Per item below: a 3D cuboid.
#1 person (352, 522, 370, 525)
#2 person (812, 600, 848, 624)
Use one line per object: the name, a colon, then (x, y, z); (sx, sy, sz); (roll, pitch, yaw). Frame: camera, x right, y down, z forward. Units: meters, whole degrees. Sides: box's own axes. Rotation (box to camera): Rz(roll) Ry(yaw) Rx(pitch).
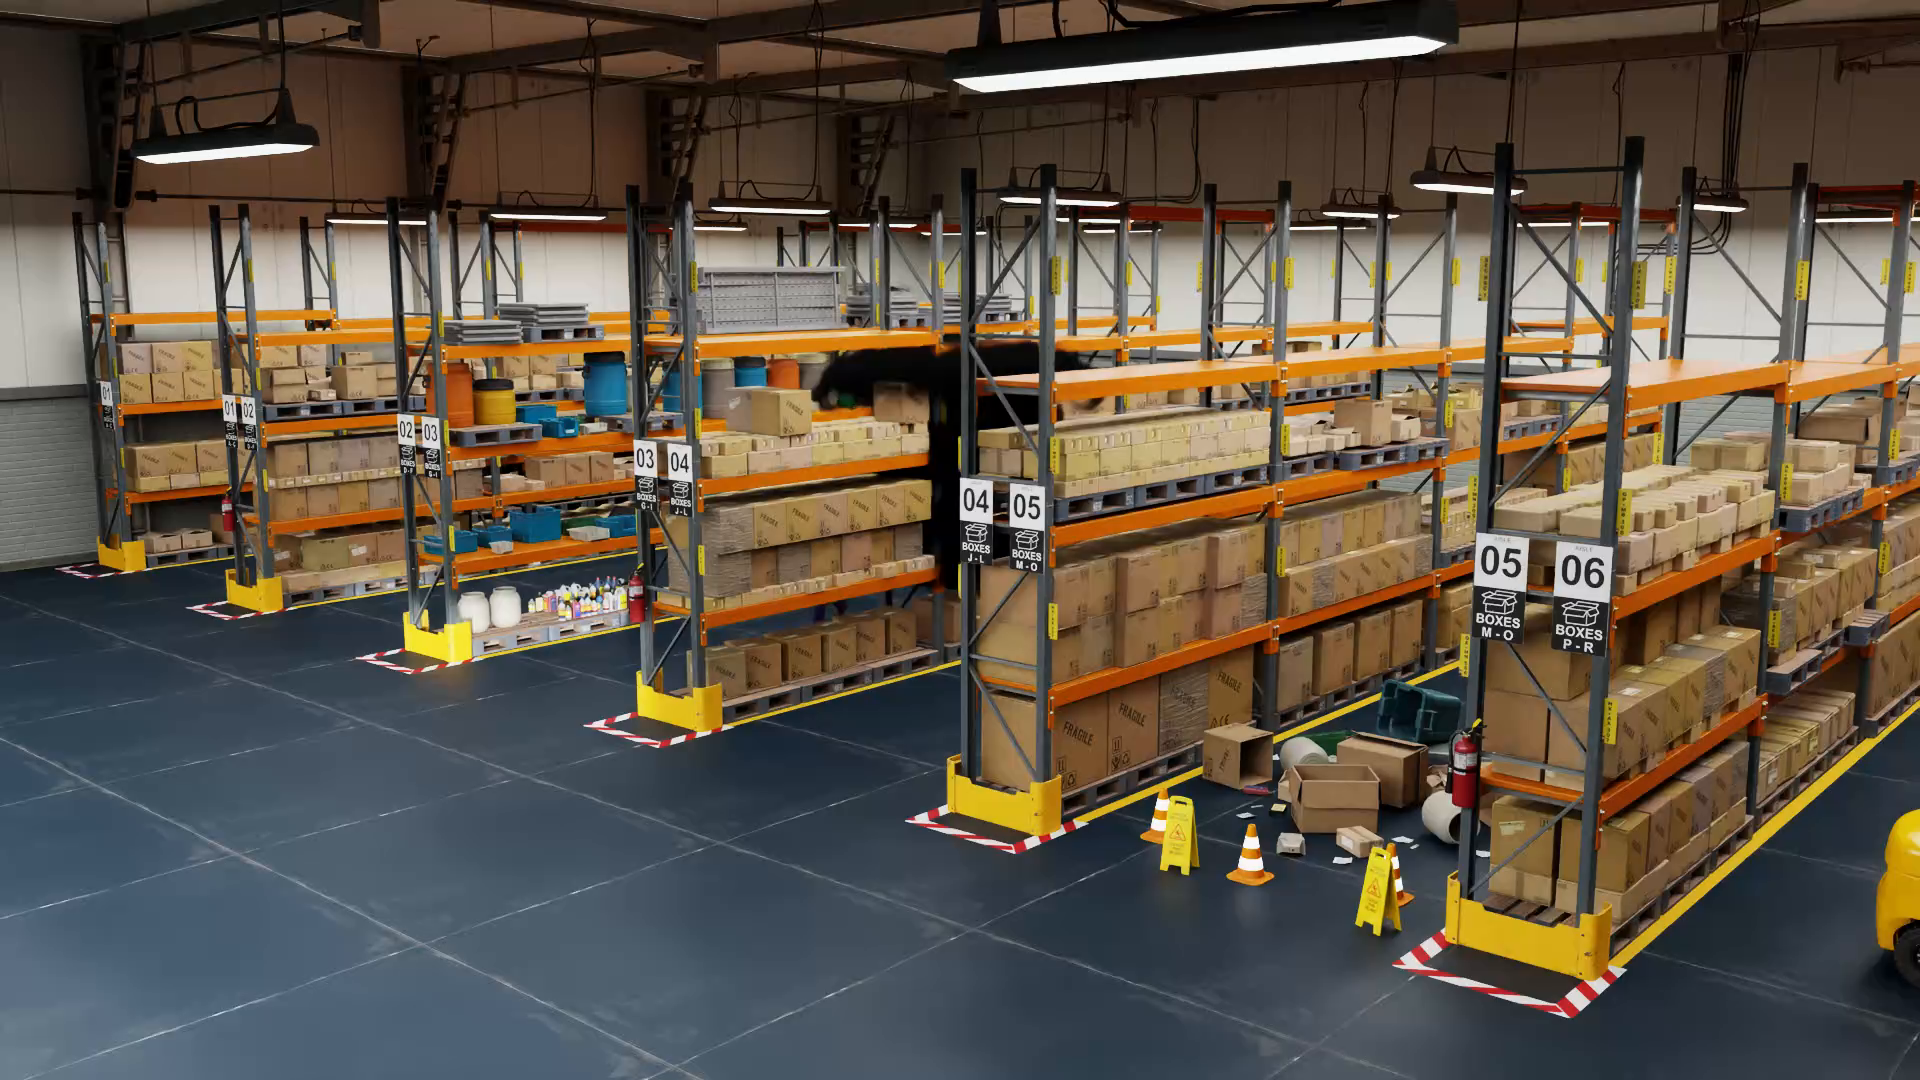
person: (-10.805, -0.524, 29.901); (0.507, 1.533, 0.701); (0, 9, 0)
person: (-1.809, 0.416, 22.883); (0.901, 1.691, 0.595); (-9, 13, -43)
